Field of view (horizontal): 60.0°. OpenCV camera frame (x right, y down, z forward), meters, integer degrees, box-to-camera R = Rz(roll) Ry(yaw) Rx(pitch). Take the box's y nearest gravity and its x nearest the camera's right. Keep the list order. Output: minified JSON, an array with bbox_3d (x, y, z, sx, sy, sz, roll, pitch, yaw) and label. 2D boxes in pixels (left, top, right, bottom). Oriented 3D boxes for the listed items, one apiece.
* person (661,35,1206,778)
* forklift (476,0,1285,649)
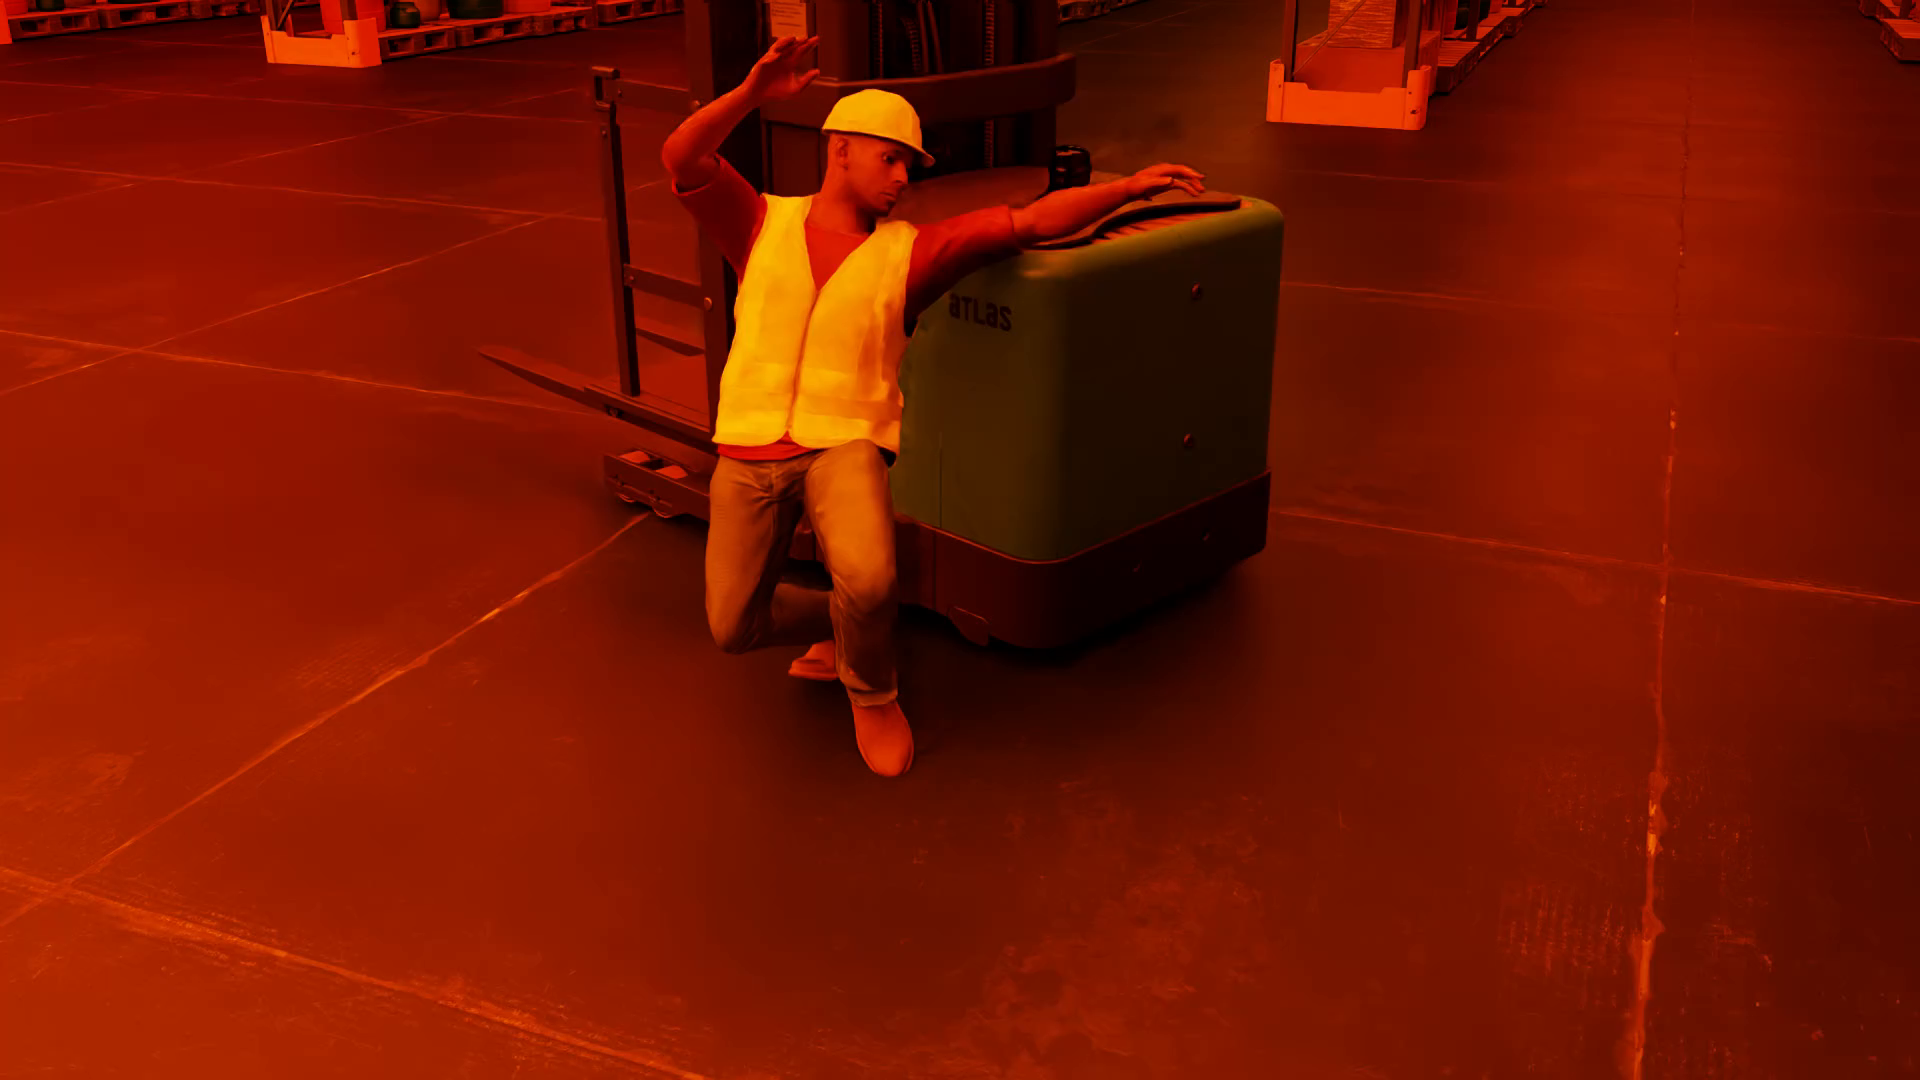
[{"bbox_3d":[-0.077,-0.277,3.701,1.154,1.636,0.843,4,23,11],"label":"person"},{"bbox_3d":[-0.505,-1.545,4.988,3.031,2.935,1.130,21,30,40],"label":"forklift"}]
